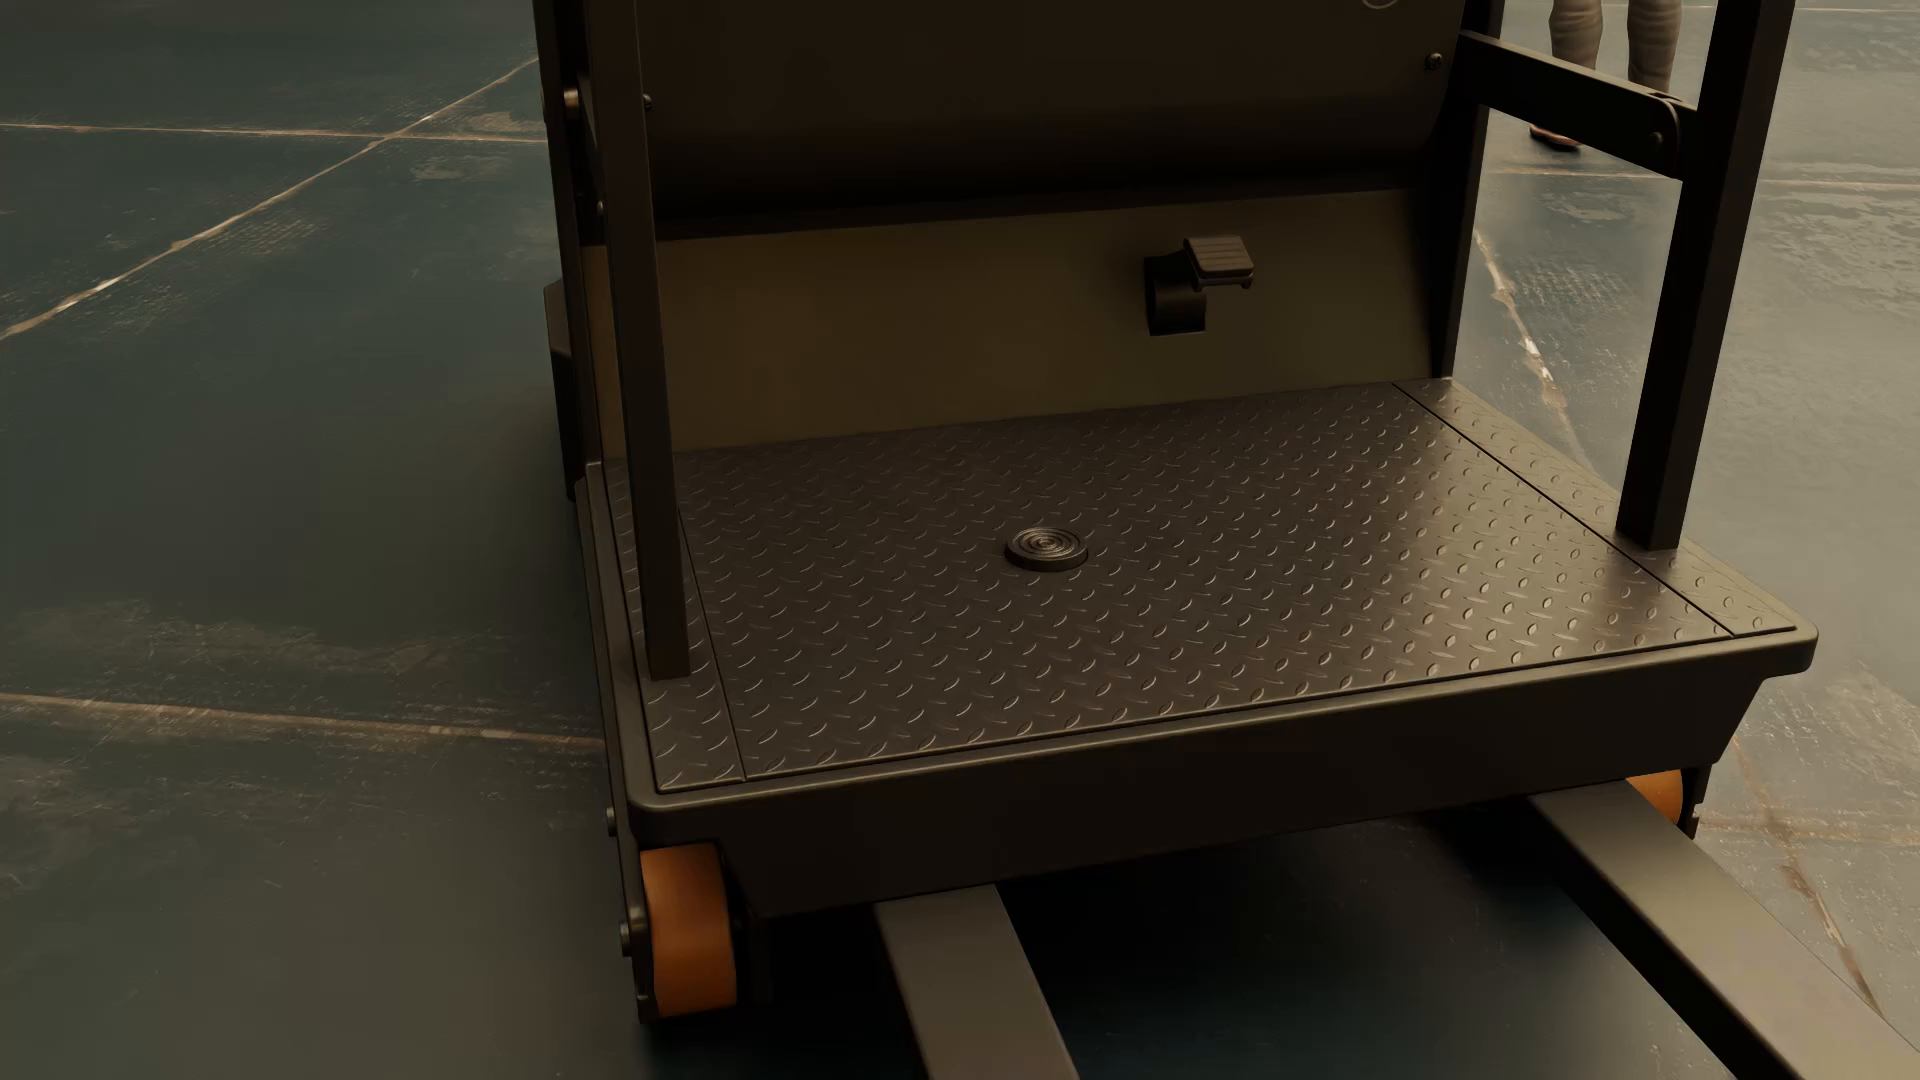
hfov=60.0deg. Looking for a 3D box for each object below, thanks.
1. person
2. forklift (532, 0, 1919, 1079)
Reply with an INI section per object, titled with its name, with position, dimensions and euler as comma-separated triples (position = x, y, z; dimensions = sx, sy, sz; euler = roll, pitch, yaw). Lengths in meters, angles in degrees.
[person]
position = 1.783, -1.899, 4.438
dimensions = 0.548, 1.654, 0.504
euler = 5, 27, 10
[forklift]
position = 0.153, -1.049, 1.319
dimensions = 1.130, 2.935, 3.031
euler = -7, 27, -13
